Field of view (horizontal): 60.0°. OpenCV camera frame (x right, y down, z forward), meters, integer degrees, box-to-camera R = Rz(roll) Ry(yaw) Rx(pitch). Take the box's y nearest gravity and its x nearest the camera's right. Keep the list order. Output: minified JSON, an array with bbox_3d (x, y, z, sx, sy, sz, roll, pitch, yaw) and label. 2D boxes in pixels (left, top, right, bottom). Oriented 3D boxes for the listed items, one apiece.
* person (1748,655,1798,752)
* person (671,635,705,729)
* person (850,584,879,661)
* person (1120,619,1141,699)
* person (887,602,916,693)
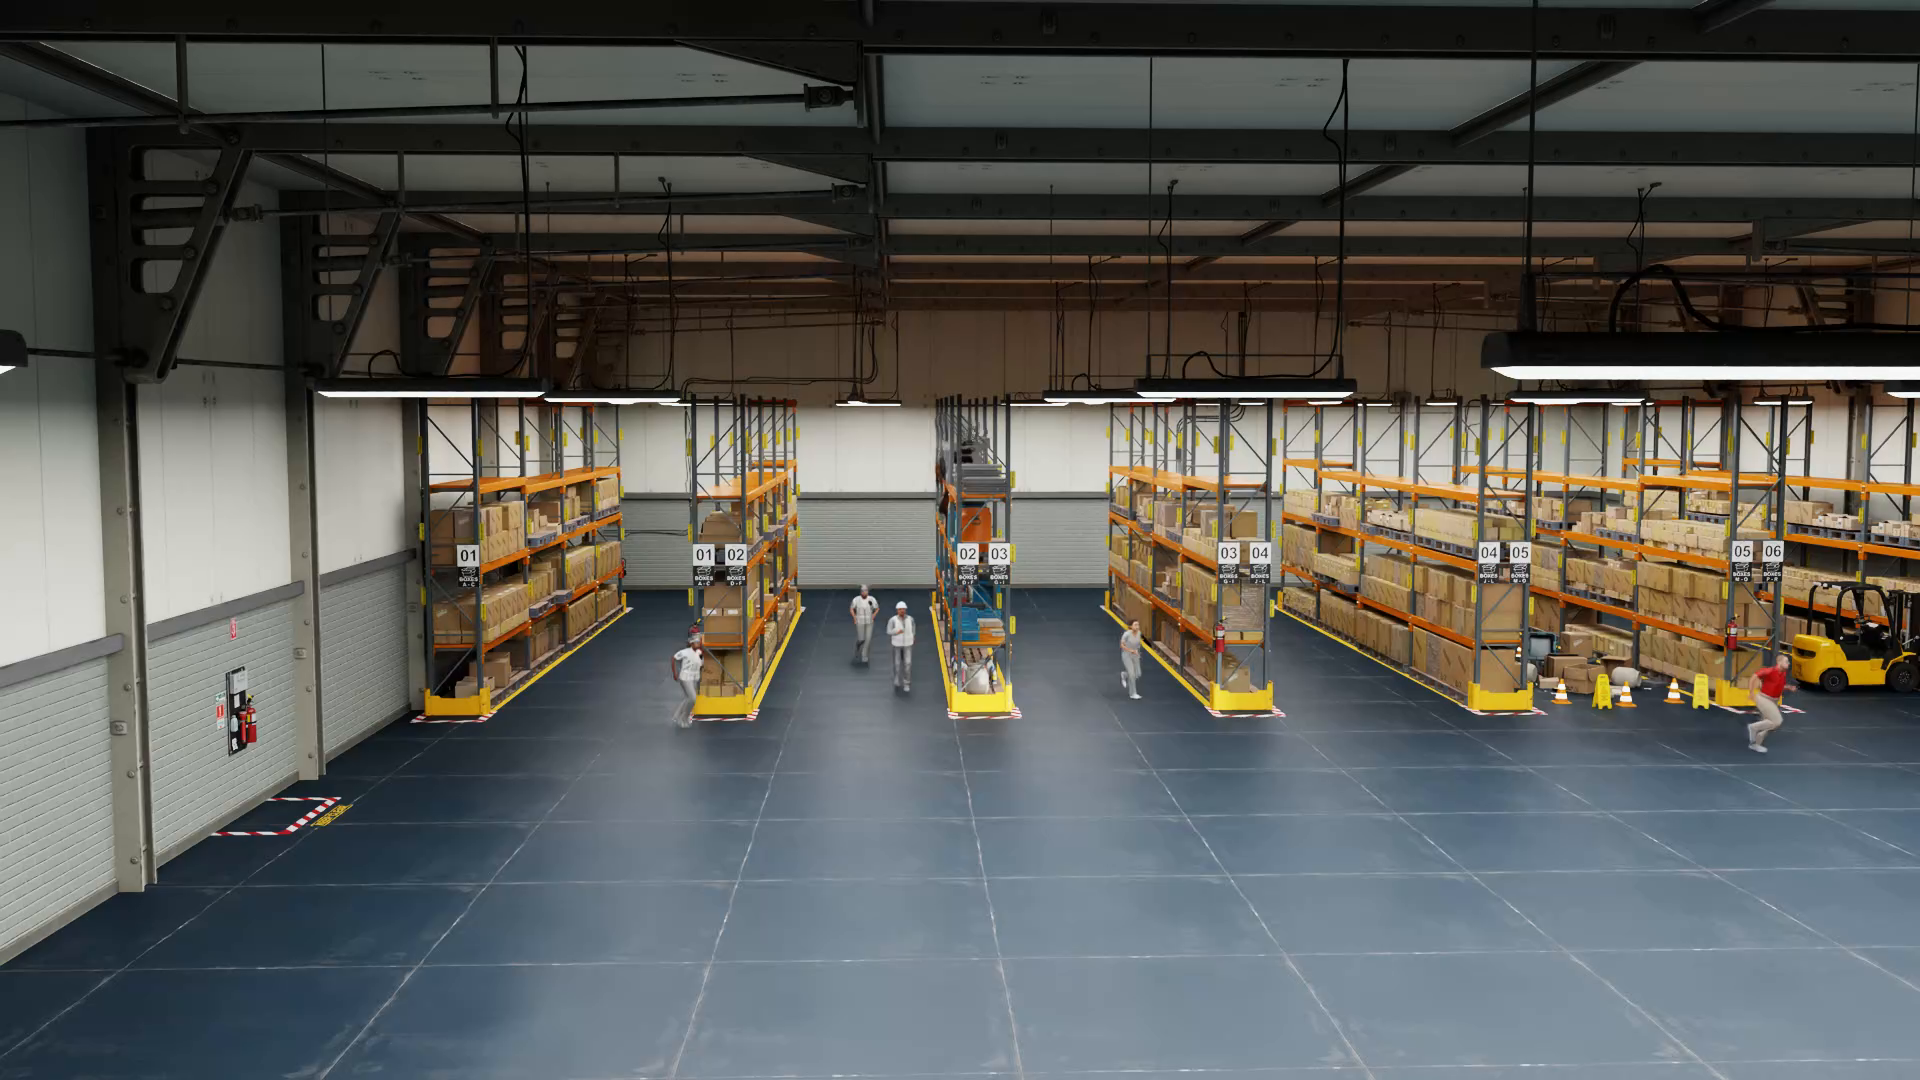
[{"bbox_3d":[13.551,2.726,27.712,0.649,1.650,0.736,-4,6,-43],"label":"person"},{"bbox_3d":[-4.873,2.568,29.966,0.680,1.743,0.596,3,5,35],"label":"person"},{"bbox_3d":[-2.158,1.874,37.870,0.649,1.751,0.629,-1,5,-9],"label":"person"},{"bbox_3d":[3.374,2.338,32.911,0.548,1.606,0.711,-2,5,-24],"label":"person"},{"bbox_3d":[-1.195,2.151,33.887,0.635,1.804,0.907,-1,5,-10],"label":"person"}]
